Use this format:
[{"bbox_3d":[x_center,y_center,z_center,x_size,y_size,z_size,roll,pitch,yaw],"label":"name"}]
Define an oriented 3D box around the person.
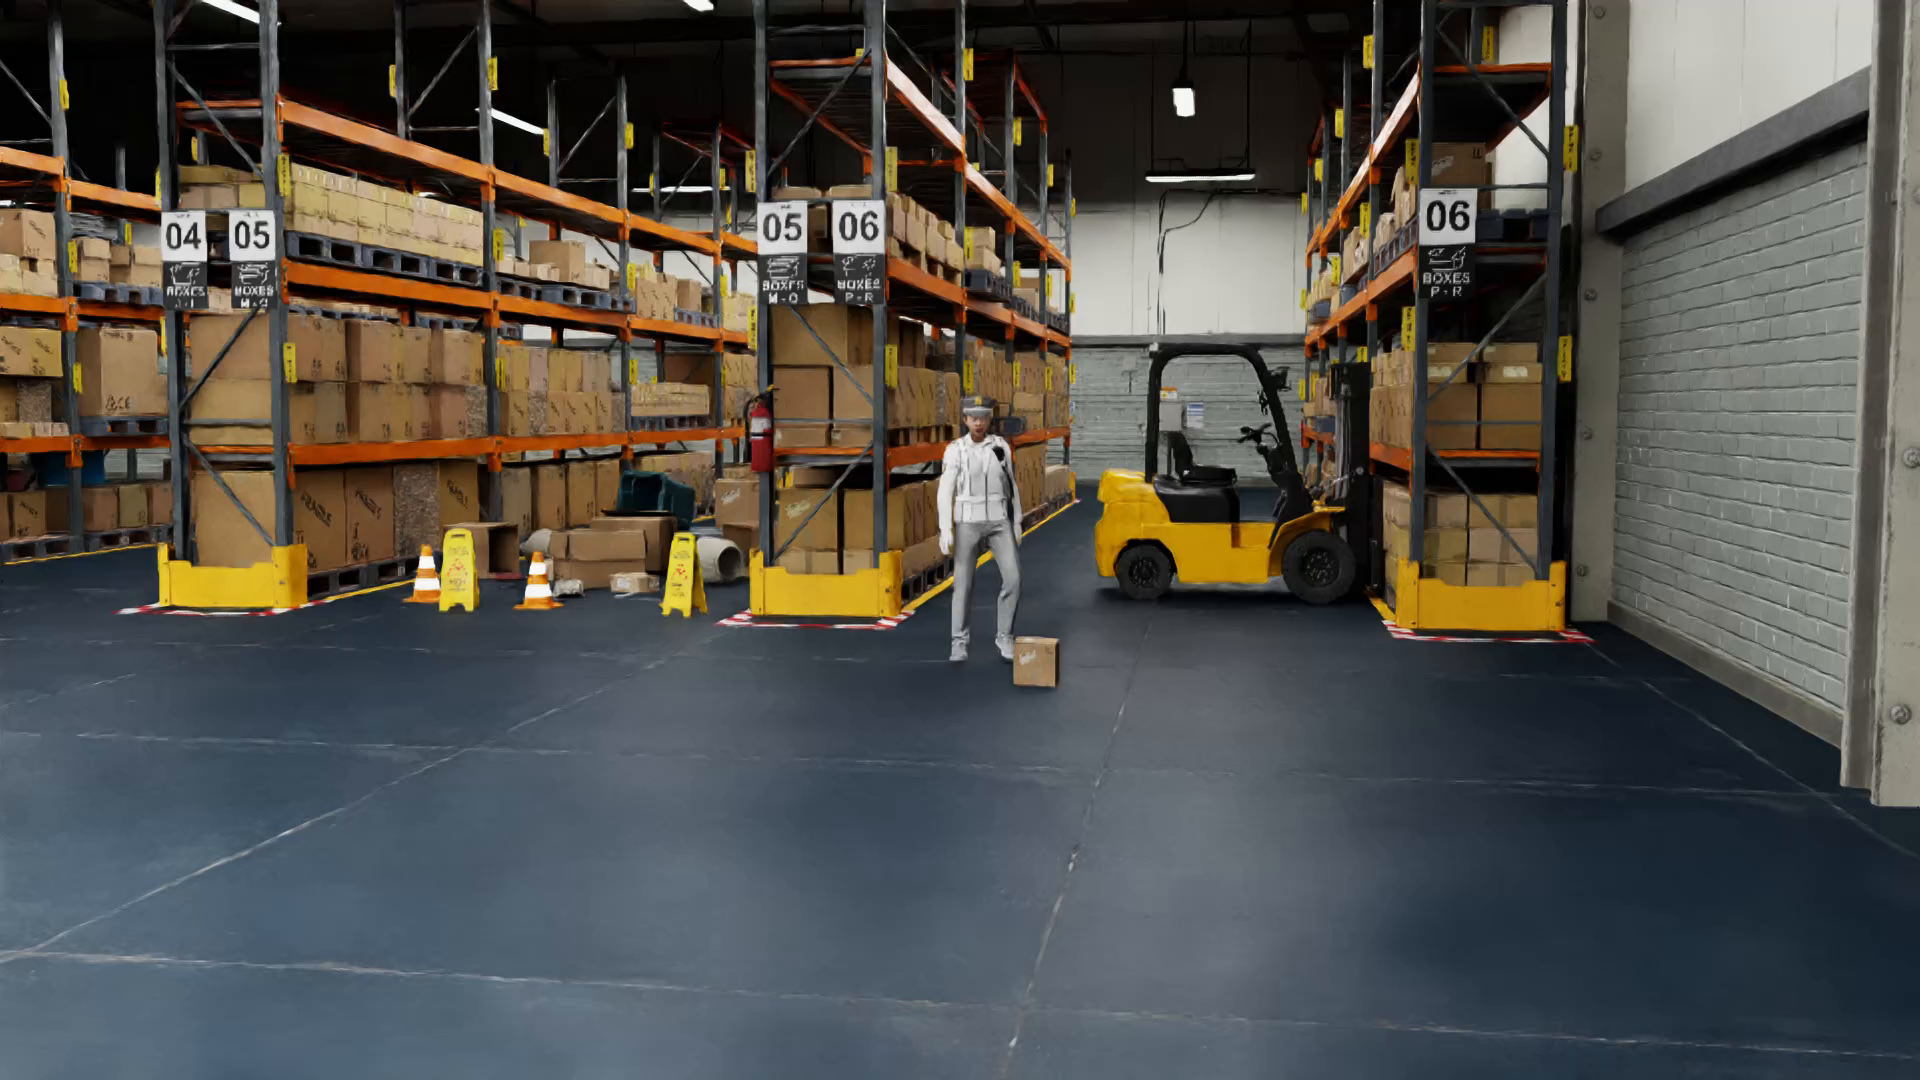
[{"bbox_3d":[0.133,-0.078,10.542,0.562,1.680,0.347,-1,5,-14],"label":"person"}]
